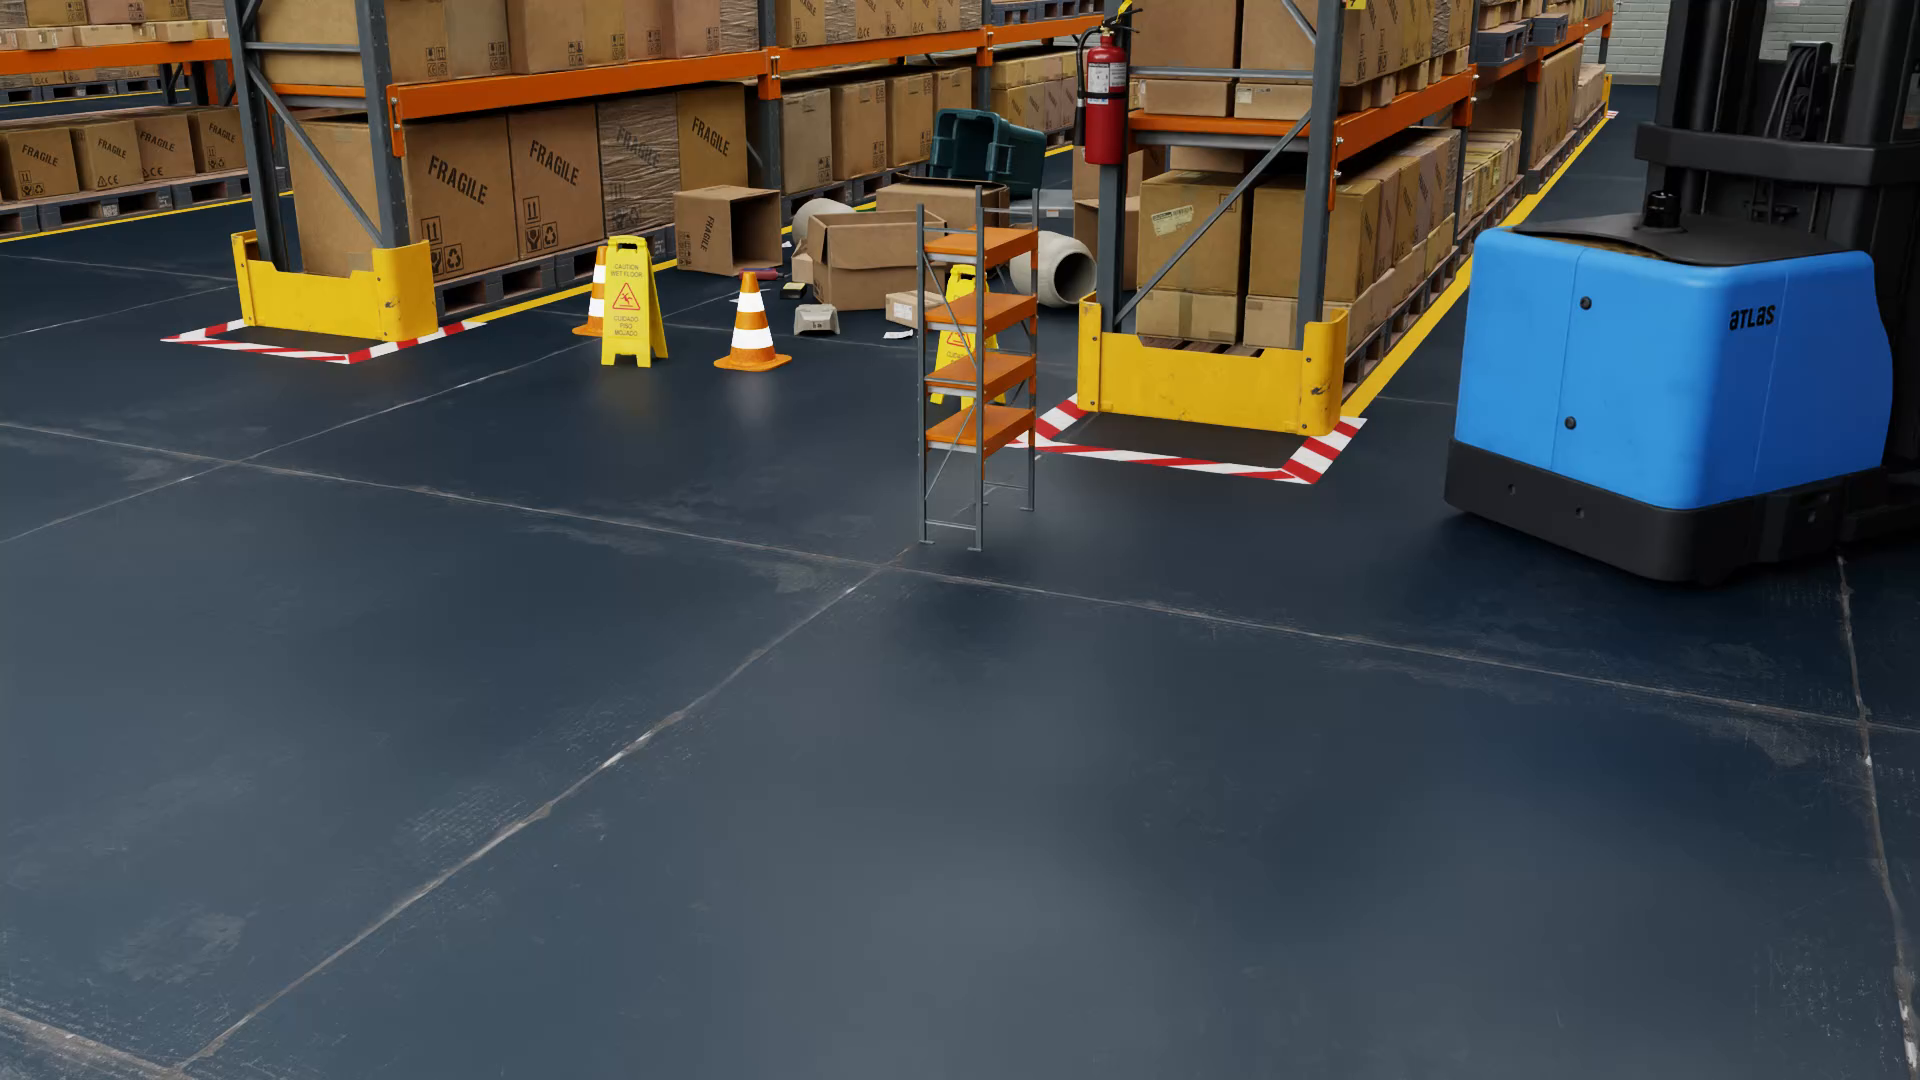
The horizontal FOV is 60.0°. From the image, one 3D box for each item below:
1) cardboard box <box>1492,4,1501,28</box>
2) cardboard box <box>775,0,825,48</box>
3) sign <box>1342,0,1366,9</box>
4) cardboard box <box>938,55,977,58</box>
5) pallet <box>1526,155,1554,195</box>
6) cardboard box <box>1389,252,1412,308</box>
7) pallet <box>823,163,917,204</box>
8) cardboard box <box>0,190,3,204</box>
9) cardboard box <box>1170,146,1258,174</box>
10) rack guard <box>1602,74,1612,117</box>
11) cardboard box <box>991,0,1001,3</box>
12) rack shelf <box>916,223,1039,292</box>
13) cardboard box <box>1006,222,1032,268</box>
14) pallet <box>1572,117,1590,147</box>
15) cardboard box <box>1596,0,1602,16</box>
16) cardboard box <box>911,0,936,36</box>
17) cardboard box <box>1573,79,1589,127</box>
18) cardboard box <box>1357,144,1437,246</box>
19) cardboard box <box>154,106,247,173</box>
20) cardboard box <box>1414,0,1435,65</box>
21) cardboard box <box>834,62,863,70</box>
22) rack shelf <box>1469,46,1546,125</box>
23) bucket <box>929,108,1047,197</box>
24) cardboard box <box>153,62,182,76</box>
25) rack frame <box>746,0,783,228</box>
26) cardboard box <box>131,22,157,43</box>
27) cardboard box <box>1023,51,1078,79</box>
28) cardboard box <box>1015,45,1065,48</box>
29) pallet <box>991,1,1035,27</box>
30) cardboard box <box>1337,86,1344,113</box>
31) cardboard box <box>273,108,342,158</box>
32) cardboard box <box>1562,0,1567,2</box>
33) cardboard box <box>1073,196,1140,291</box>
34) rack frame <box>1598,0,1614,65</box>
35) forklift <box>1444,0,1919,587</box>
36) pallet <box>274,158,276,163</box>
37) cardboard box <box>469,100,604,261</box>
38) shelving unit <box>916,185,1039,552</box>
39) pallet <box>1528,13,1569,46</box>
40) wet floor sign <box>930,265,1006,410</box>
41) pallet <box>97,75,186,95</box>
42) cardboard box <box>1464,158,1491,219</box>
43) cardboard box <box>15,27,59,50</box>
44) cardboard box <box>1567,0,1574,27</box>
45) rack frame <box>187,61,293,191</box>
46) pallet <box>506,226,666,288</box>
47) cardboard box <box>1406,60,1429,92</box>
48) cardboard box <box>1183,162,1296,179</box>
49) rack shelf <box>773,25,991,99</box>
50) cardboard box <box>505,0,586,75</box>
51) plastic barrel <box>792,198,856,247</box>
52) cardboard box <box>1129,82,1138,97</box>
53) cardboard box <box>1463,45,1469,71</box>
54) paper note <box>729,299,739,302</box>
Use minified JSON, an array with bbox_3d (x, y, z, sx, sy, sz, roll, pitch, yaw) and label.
[{"bbox_3d":[3.355,-3.469,10.994,0.380,0.149,0.250,9,21,24],"label":"cardboard box"},{"bbox_3d":[-1.366,-4.008,12.612,0.500,0.500,0.500,9,21,23],"label":"cardboard box"},{"bbox_3d":[1.587,-2.299,6.665,0.100,0.325,0.005,9,21,23],"label":"sign"},{"bbox_3d":[0.049,-4.834,17.069,0.500,0.250,0.500,9,21,23],"label":"cardboard box"},{"bbox_3d":[4.760,-3.328,15.012,1.003,0.211,1.213,9,21,23],"label":"pallet"},{"bbox_3d":[2.103,-1.400,8.907,0.500,0.250,0.500,10,22,26],"label":"cardboard box"},{"bbox_3d":[-1.082,-3.144,14.493,1.003,0.211,1.213,9,21,23],"label":"pallet"},{"bbox_3d":[-7.464,-2.722,12.249,0.500,0.500,0.500,15,25,37],"label":"cardboard box"},{"bbox_3d":[1.271,-1.929,8.306,0.380,0.149,0.250,9,22,24],"label":"cardboard box"},{"bbox_3d":[7.654,-5.686,21.212,1.175,0.500,0.348,9,21,23],"label":"rack guard"},{"bbox_3d":[0.178,-5.248,15.998,0.380,0.149,0.250,8,21,22],"label":"cardboard box"},{"bbox_3d":[0.068,-0.986,5.778,0.258,0.148,0.480,9,21,23],"label":"rack shelf"},{"bbox_3d":[0.439,-1.946,11.044,0.258,0.266,0.396,-5,20,-15],"label":"cardboard box"},{"bbox_3d":[6.389,-4.542,18.425,1.003,0.211,1.213,9,21,23],"label":"pallet"},{"bbox_3d":[6.857,-6.093,18.476,0.500,0.500,0.500,9,21,23],"label":"cardboard box"},{"bbox_3d":[-0.539,-4.627,14.354,0.500,0.500,0.500,8,21,22],"label":"cardboard box"},{"bbox_3d":[6.361,-4.802,18.192,0.875,0.438,0.875,8,21,22],"label":"cardboard box"},{"bbox_3d":[2.318,-1.915,9.234,0.500,0.500,0.500,10,22,26],"label":"cardboard box"},{"bbox_3d":[-6.511,-3.452,14.302,0.500,0.500,0.500,8,21,21],"label":"cardboard box"},{"bbox_3d":[2.157,-2.731,8.578,0.500,0.500,0.500,8,21,22],"label":"cardboard box"},{"bbox_3d":[-1.959,-6.929,23.519,0.875,0.875,0.875,9,21,23],"label":"cardboard box"},{"bbox_3d":[3.549,-3.461,12.298,1.077,0.370,4.000,9,21,23],"label":"rack shelf"},{"bbox_3d":[0.221,-2.653,11.568,0.726,0.611,0.620,18,16,41],"label":"bucket"},{"bbox_3d":[-12.012,-7.194,24.794,0.500,0.500,0.500,8,21,22],"label":"cardboard box"},{"bbox_3d":[-1.827,-3.837,12.281,1.000,3.000,0.127,9,21,23],"label":"rack frame"},{"bbox_3d":[-6.622,-4.031,13.201,0.380,0.149,0.250,9,21,23],"label":"cardboard box"},{"bbox_3d":[0.948,-5.075,17.746,0.500,0.250,0.500,8,21,20],"label":"cardboard box"},{"bbox_3d":[0.905,-5.466,18.847,0.500,0.250,0.500,8,21,20],"label":"cardboard box"},{"bbox_3d":[0.006,-5.202,16.405,1.213,0.211,1.003,9,21,23],"label":"pallet"},{"bbox_3d":[1.511,-2.002,7.497,0.380,0.149,0.250,9,21,24],"label":"cardboard box"},{"bbox_3d":[-6.040,-3.763,15.146,0.700,0.500,0.500,7,21,19],"label":"cardboard box"},{"bbox_3d":[5.229,-5.006,15.045,0.500,0.250,0.500,8,21,22],"label":"cardboard box"},{"bbox_3d":[1.050,-1.871,10.480,0.500,0.500,0.500,-9,22,-24],"label":"cardboard box"},{"bbox_3d":[7.644,-6.857,20.773,1.000,3.000,0.127,9,21,23],"label":"rack frame"},{"bbox_3d":[3.334,-1.567,6.000,3.031,2.935,1.130,-11,22,-28],"label":"forklift"},{"bbox_3d":[-5.993,-3.473,15.419,1.003,0.211,1.213,9,21,23],"label":"pallet"},{"bbox_3d":[-2.889,-2.297,10.494,0.875,0.875,0.875,8,21,22],"label":"cardboard box"},{"bbox_3d":[0.068,-0.616,5.910,0.258,1.200,0.503,9,21,23],"label":"shelving unit"},{"bbox_3d":[4.174,-4.088,13.275,1.213,0.211,1.003,9,21,23],"label":"pallet"},{"bbox_3d":[0.038,-0.945,7.664,0.267,0.644,0.232,18,26,41],"label":"wet floor sign"},{"bbox_3d":[-12.370,-6.787,24.737,1.003,0.211,1.213,9,21,23],"label":"pallet"},{"bbox_3d":[3.234,-2.529,11.899,0.950,0.372,0.625,10,22,26],"label":"cardboard box"},{"bbox_3d":[-6.912,-3.707,12.290,0.380,0.149,0.250,9,21,23],"label":"cardboard box"},{"bbox_3d":[5.619,-5.085,16.013,0.500,0.250,0.500,8,21,21],"label":"cardboard box"},{"bbox_3d":[-6.311,-4.548,14.282,1.000,3.000,0.127,9,21,23],"label":"rack frame"},{"bbox_3d":[-2.708,-1.927,11.072,1.003,0.211,1.213,9,21,23],"label":"pallet"},{"bbox_3d":[2.259,-2.461,8.788,0.380,0.149,0.250,9,21,23],"label":"cardboard box"},{"bbox_3d":[1.393,-1.662,8.524,0.500,0.500,0.500,9,22,25],"label":"cardboard box"},{"bbox_3d":[-1.008,-4.109,14.121,1.077,0.370,4.000,9,21,23],"label":"rack shelf"},{"bbox_3d":[-2.805,-3.129,10.068,0.875,0.550,0.550,9,21,23],"label":"cardboard box"},{"bbox_3d":[-0.892,-2.066,11.146,0.421,0.421,0.512,-9,22,-24],"label":"plastic barrel"},{"bbox_3d":[1.889,-5.344,19.703,0.380,0.149,0.250,10,22,25],"label":"cardboard box"},{"bbox_3d":[2.877,-2.930,10.106,0.380,0.149,0.250,8,21,22],"label":"cardboard box"},{"bbox_3d":[-1.291,-1.448,9.997,0.144,0.017,0.142,18,26,41],"label":"paper note"}]
